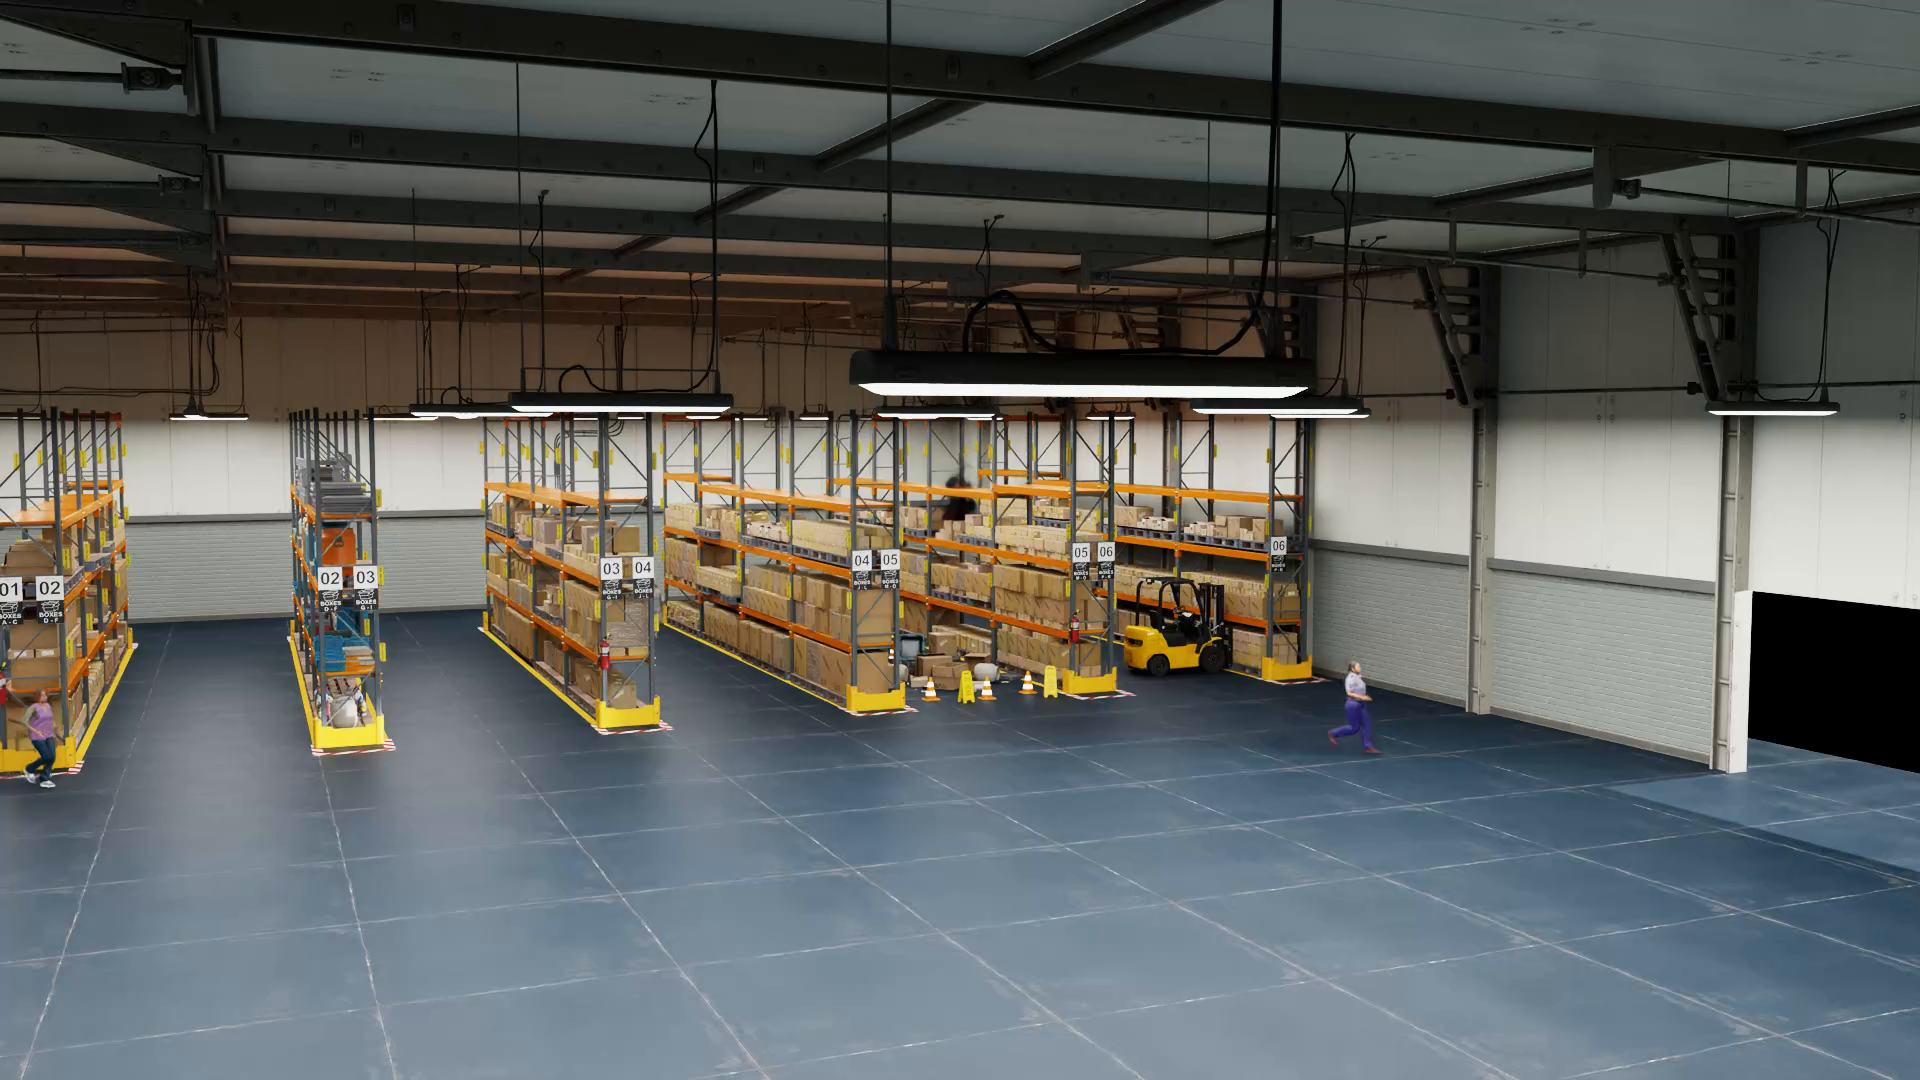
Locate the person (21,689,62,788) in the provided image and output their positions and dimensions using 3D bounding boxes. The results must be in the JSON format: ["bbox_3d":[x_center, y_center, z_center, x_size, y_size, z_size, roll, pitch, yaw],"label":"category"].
[{"bbox_3d":[-14.458,3.115,26.149,0.547,1.552,0.566,1,4,14],"label":"person"}]

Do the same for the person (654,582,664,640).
[{"bbox_3d":[-8.048,1.862,43.876,0.552,1.557,0.618,-1,4,-19],"label":"person"}]

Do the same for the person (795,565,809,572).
[{"bbox_3d":[-4.906,1.268,50.929,0.844,1.836,0.666,-1,4,-11],"label":"person"}]

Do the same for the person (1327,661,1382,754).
[{"bbox_3d":[6.857,2.893,28.838,0.932,1.614,0.621,2,4,25],"label":"person"}]
